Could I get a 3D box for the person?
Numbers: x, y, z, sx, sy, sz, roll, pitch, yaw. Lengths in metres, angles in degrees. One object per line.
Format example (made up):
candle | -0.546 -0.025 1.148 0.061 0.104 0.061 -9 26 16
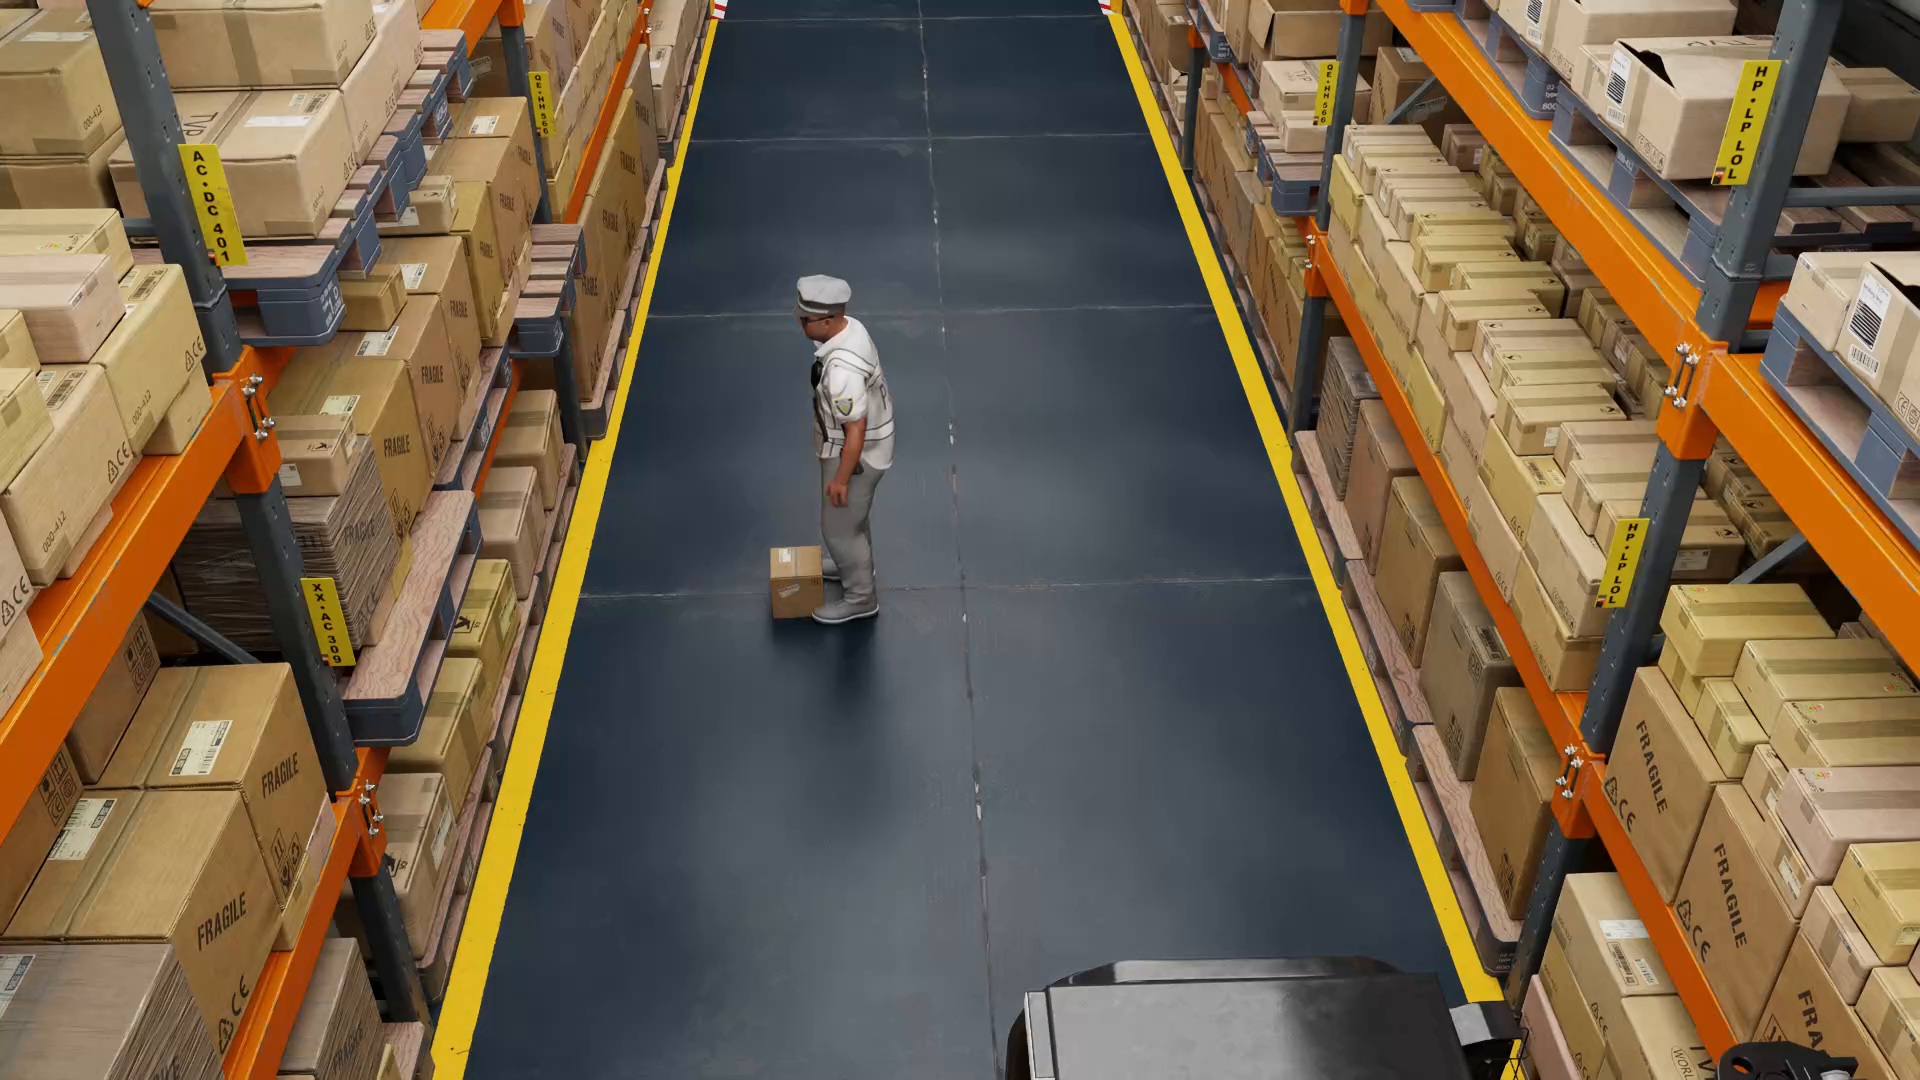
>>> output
person | -0.522 -0.420 7.737 0.429 1.749 0.606 -3 35 -5
